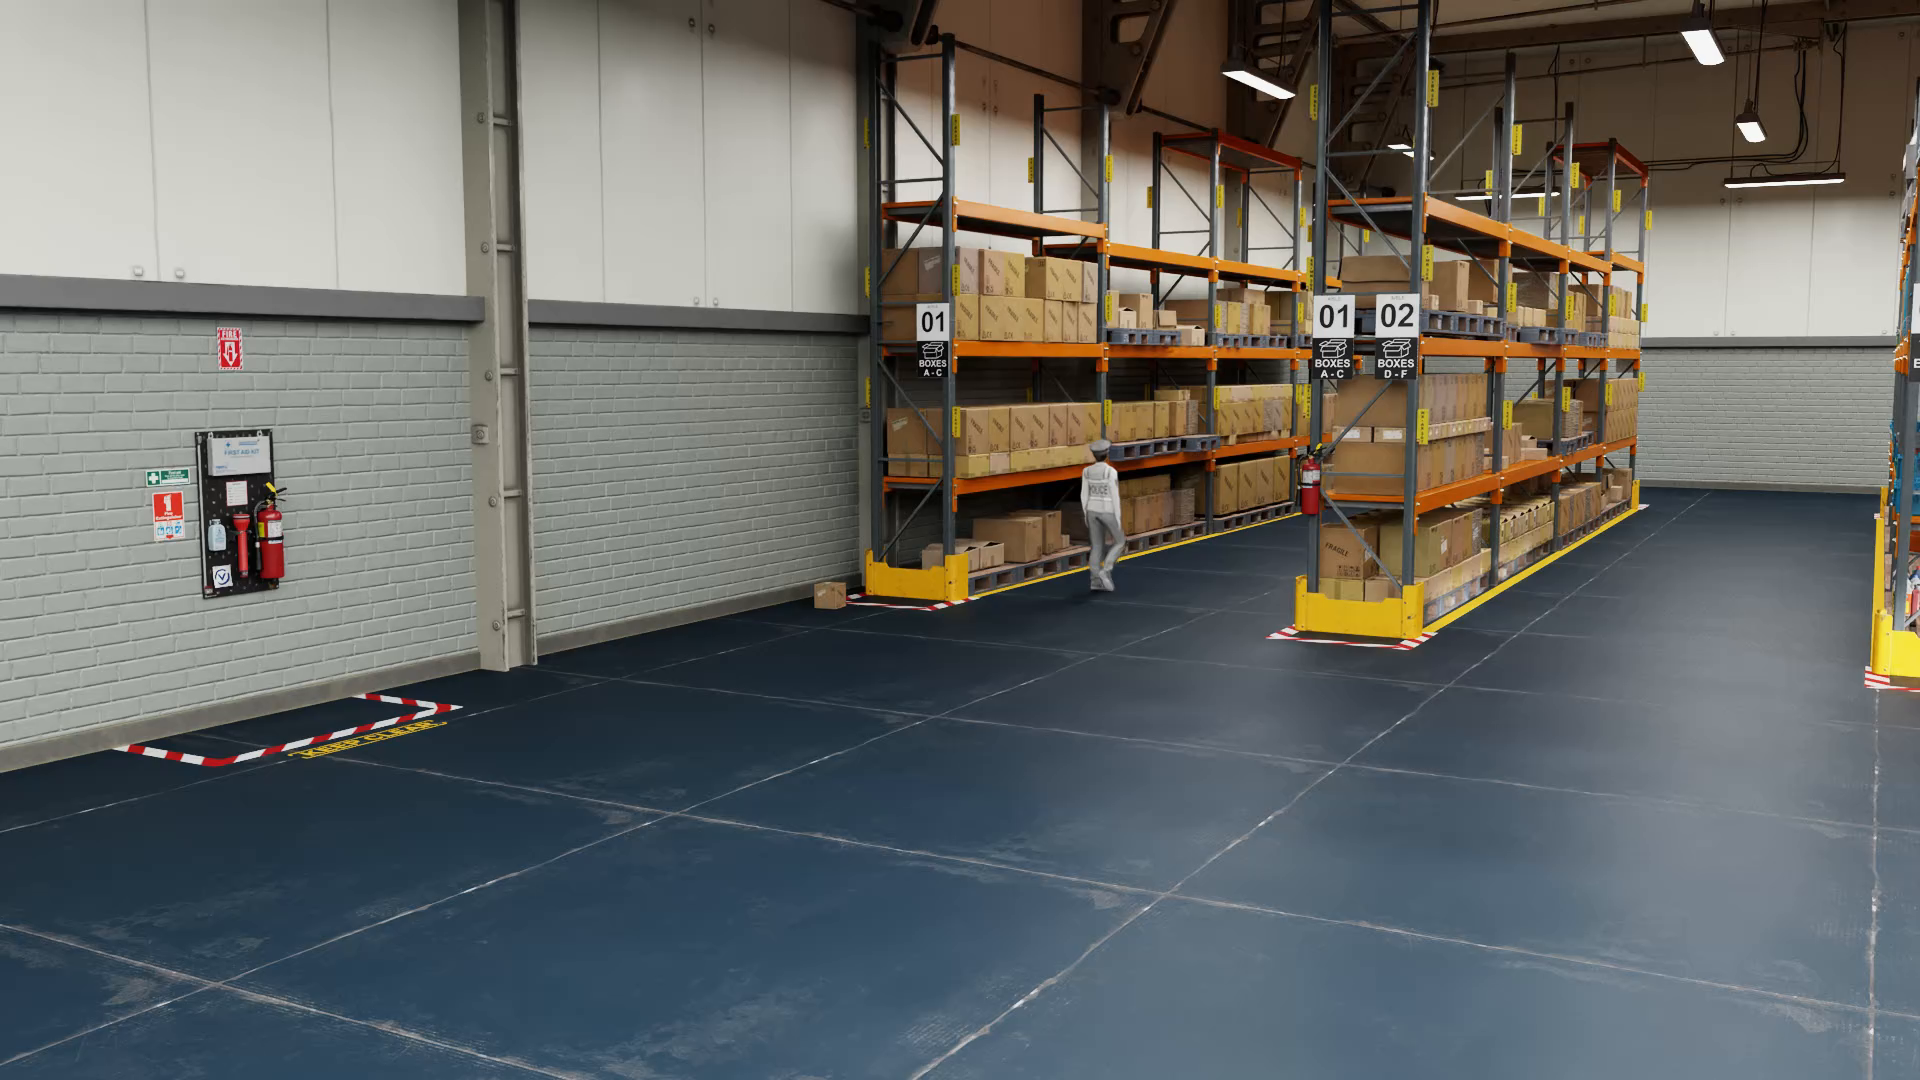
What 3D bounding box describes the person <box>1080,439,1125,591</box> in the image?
[{"bbox_3d":[1.606,-0.275,18.641,0.517,1.682,0.441,4,7,31],"label":"person"}]
